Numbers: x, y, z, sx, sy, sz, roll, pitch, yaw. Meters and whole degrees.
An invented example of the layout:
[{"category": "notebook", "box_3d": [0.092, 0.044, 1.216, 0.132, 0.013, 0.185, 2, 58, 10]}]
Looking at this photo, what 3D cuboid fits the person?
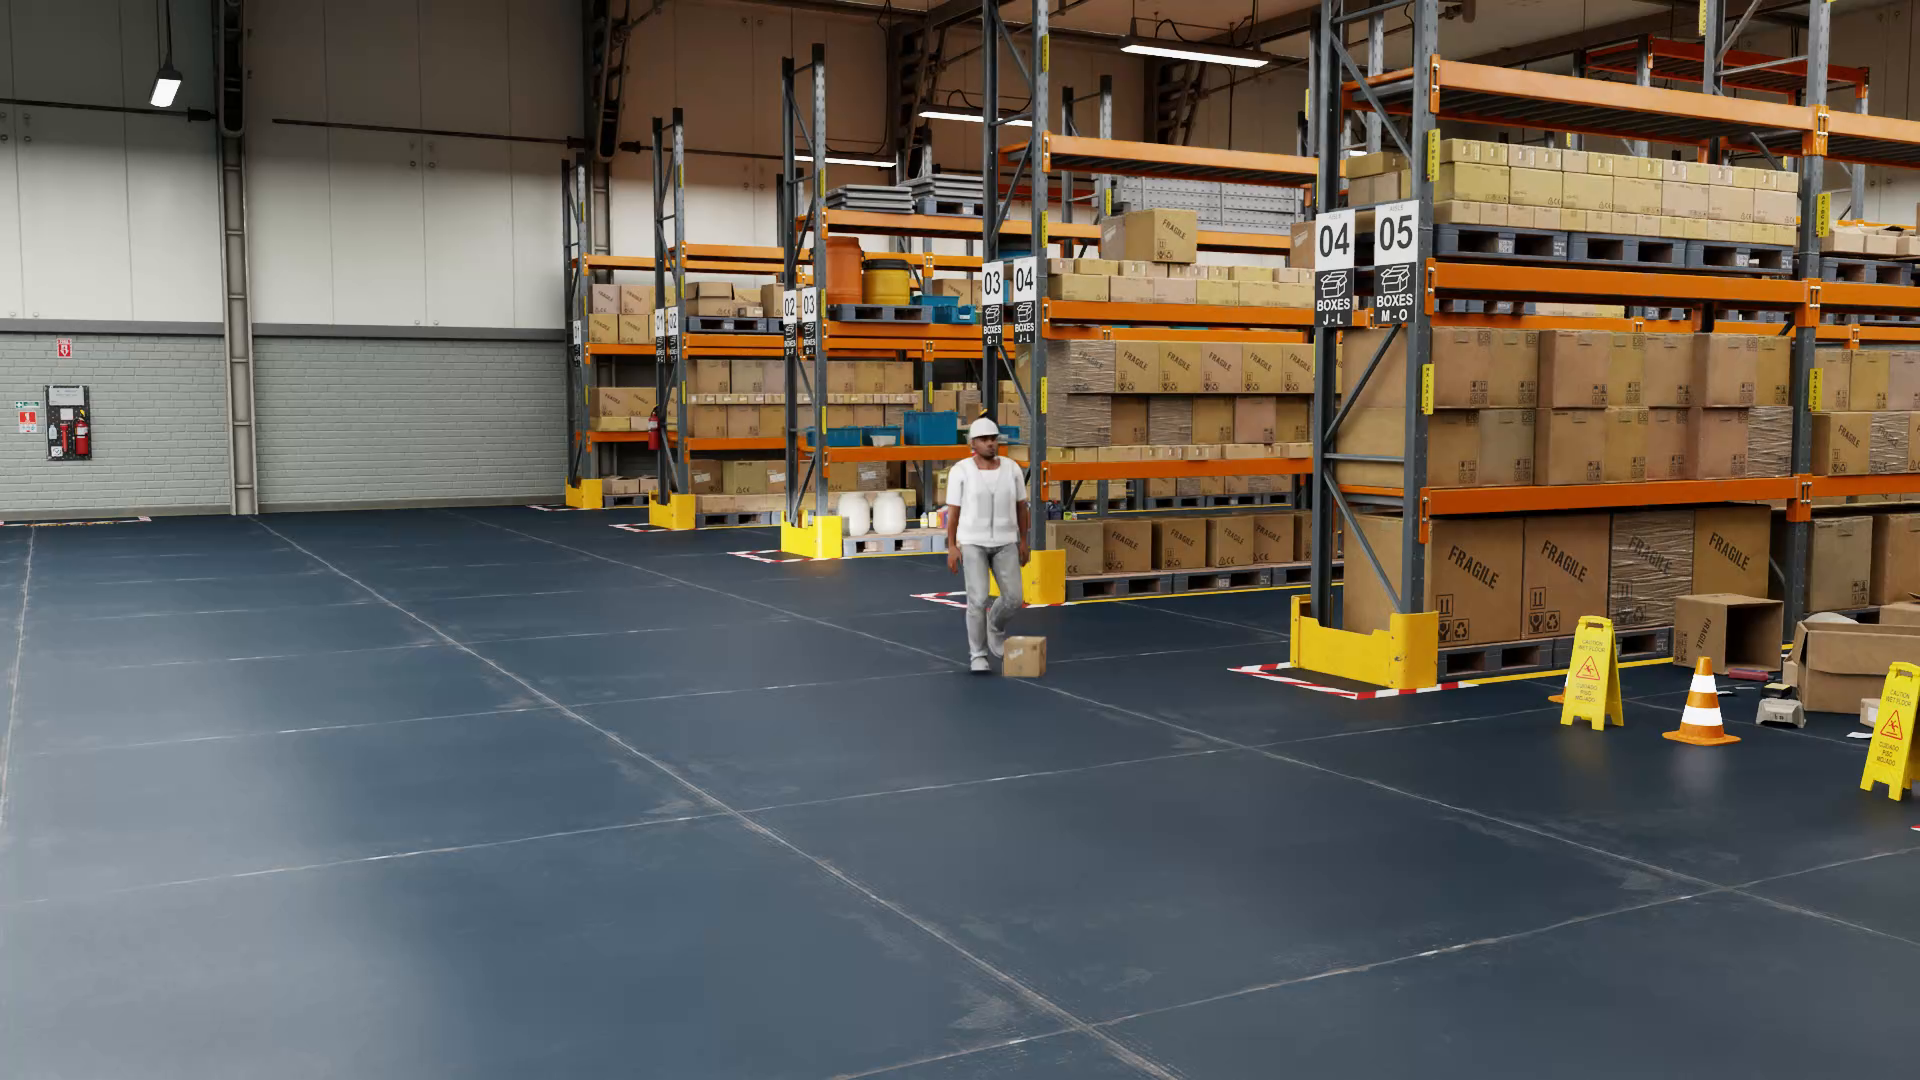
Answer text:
[{"category": "person", "box_3d": [0.190, 0.026, 11.576, 0.596, 1.756, 0.528, -1, 5, -13]}]
